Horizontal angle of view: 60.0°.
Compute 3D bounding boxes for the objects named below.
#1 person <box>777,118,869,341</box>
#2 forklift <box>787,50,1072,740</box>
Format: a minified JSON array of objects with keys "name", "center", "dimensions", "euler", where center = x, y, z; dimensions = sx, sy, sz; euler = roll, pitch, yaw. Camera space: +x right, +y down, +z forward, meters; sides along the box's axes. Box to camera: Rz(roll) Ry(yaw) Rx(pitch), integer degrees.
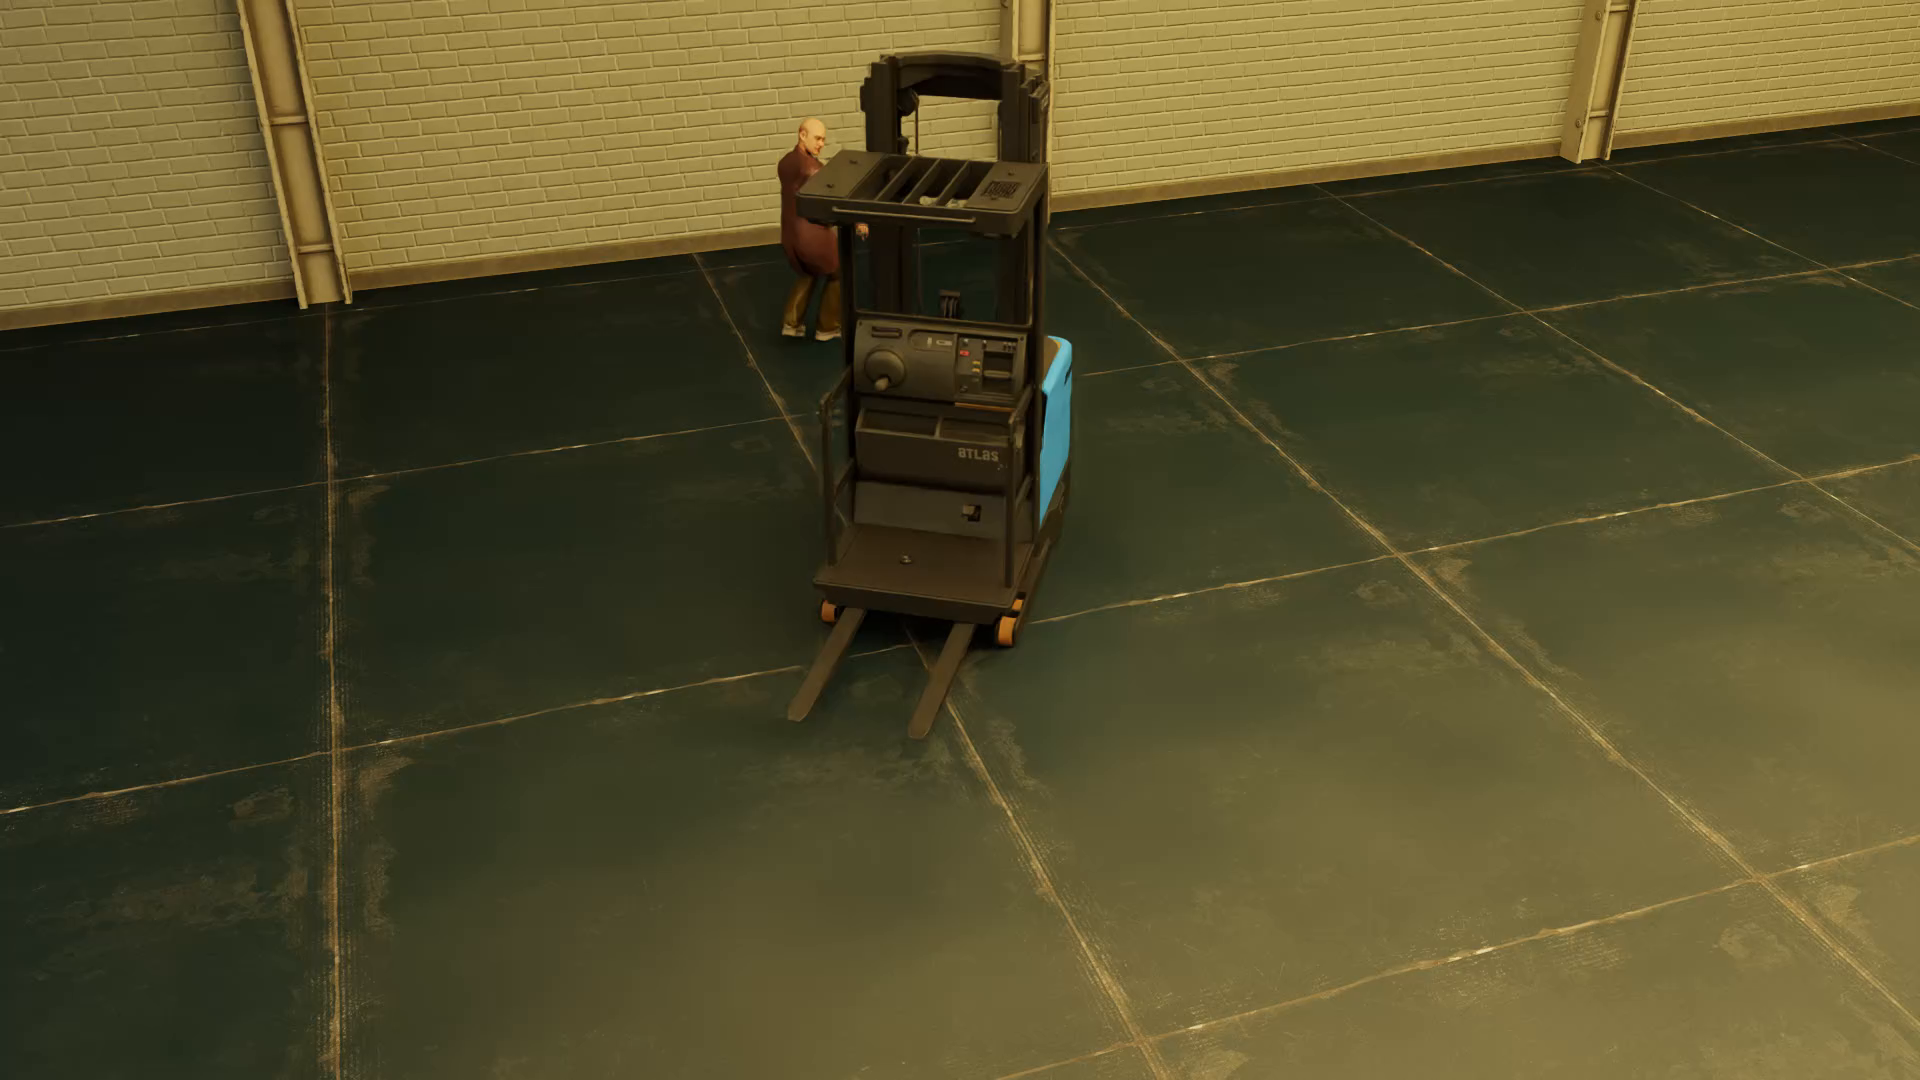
[{"name":"person","center":[-1.008,-2.285,12.325],"dimensions":[0.756,1.691,0.863],"euler":[-26,39,-38]},{"name":"forklift","center":[-0.157,-0.900,8.652],"dimensions":[1.130,2.935,3.031],"euler":[7,31,12]}]
